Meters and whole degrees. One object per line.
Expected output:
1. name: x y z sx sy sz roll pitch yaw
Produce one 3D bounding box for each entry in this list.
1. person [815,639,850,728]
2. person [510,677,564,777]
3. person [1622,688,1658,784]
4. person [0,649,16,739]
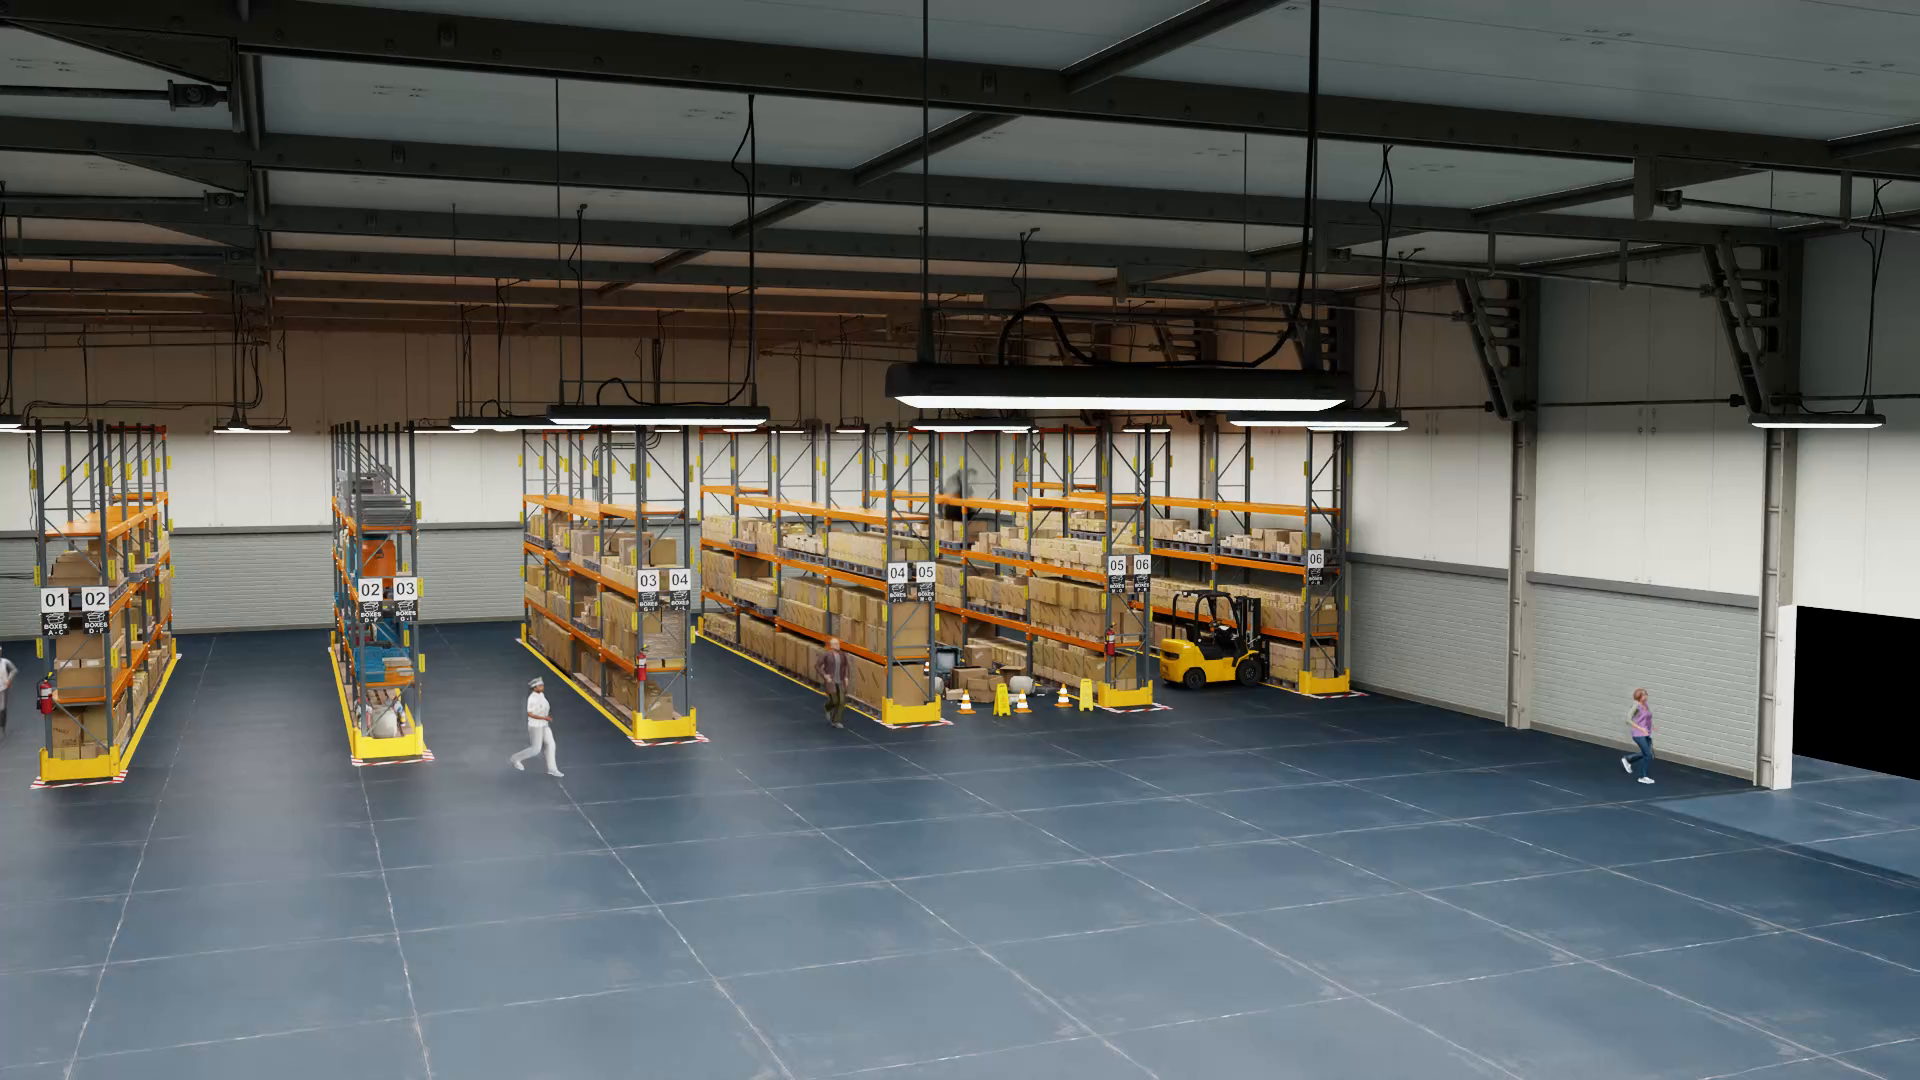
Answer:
1. person: -2.477 2.817 32.795 0.747 1.751 0.557 -2 4 -29
2. person: -7.107 3.142 27.958 0.914 1.700 0.591 1 4 9
3. person: 11.215 3.270 27.514 0.538 1.461 0.608 -3 5 -39
4. person: -18.276 2.872 31.527 0.637 1.814 0.711 -1 4 -23
